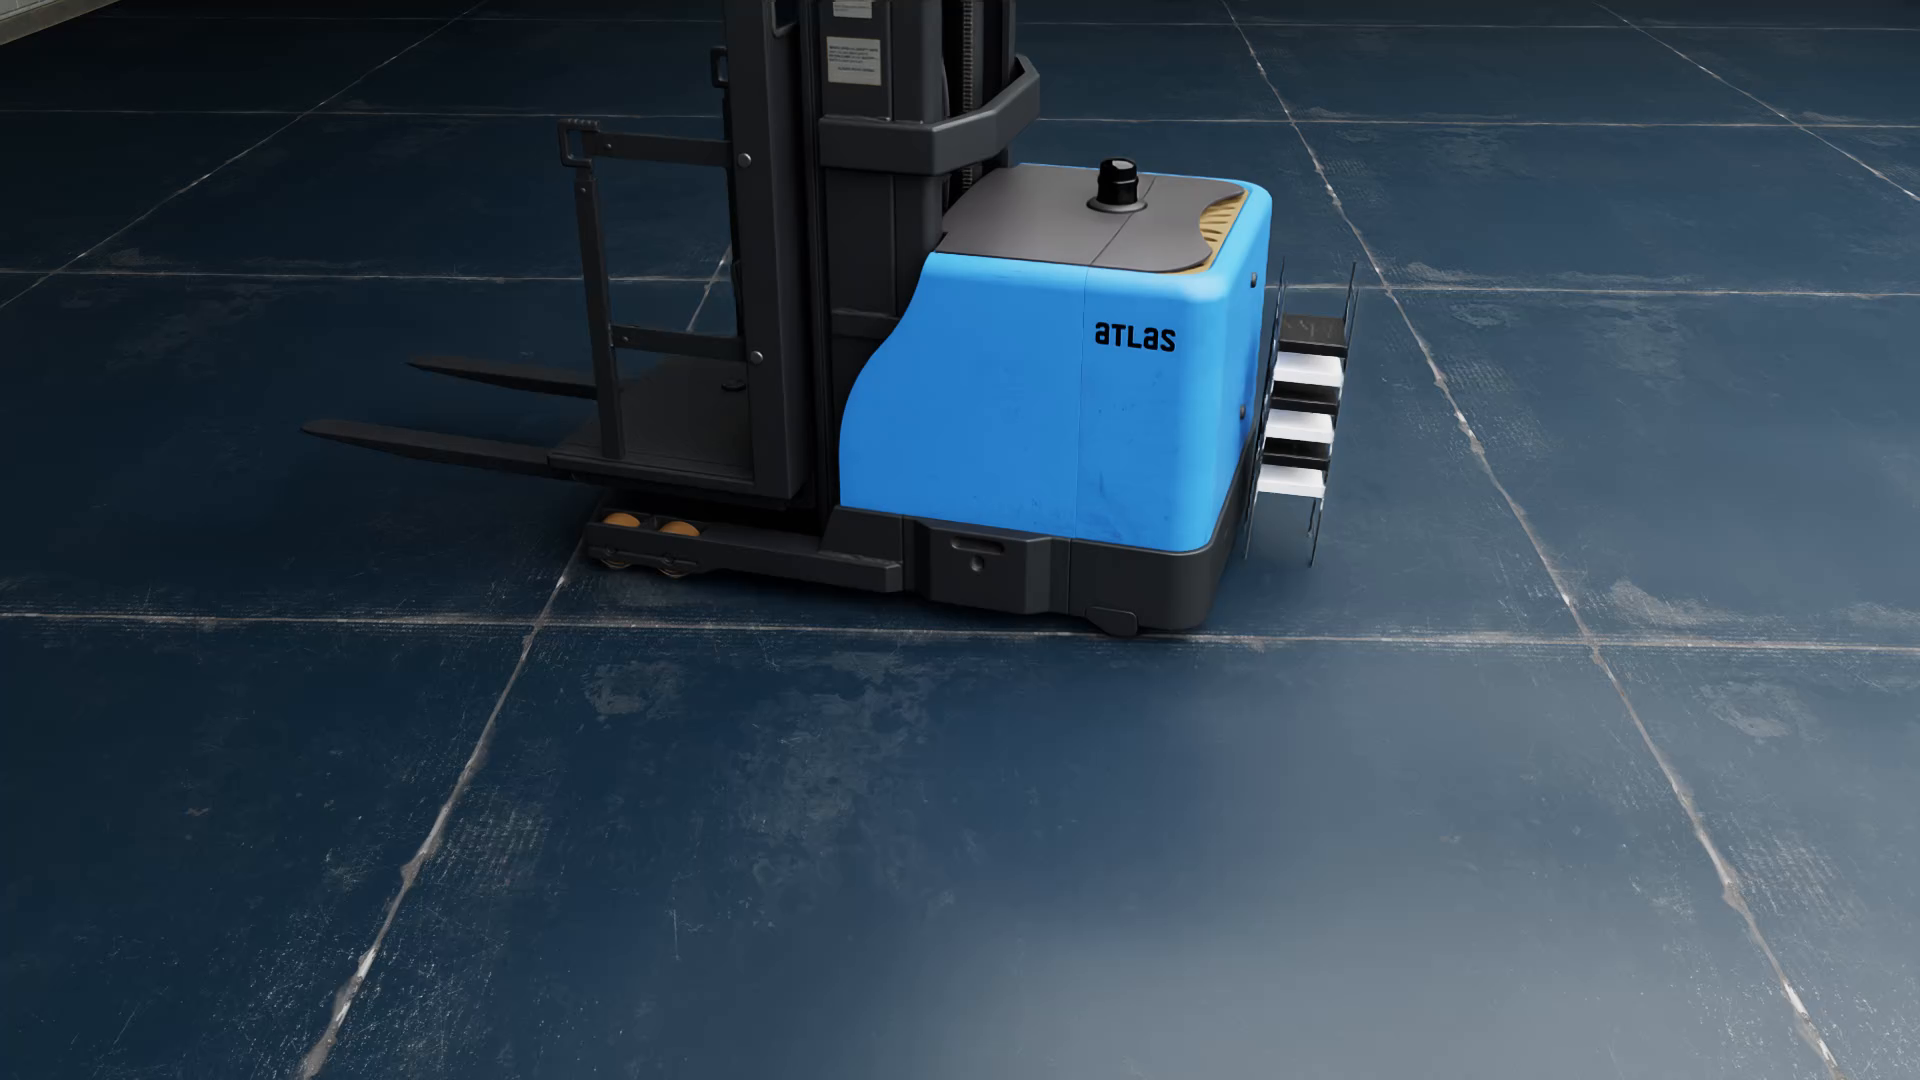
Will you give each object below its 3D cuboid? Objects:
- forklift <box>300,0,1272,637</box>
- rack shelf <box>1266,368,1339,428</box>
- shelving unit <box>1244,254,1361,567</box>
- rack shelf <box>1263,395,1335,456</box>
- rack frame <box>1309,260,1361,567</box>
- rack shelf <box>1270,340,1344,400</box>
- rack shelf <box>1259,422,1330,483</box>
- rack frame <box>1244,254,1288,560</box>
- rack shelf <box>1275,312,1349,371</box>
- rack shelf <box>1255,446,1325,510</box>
[{"bbox_3d":[-0.629,-1.409,4.778,3.031,2.935,1.130,8,29,15],"label":"forklift"},{"bbox_3d":[1.020,-0.430,4.969,0.200,0.077,0.258,6,28,6],"label":"rack shelf"},{"bbox_3d":[1.018,-0.380,4.996,0.210,0.900,0.258,6,28,6],"label":"shelving unit"},{"bbox_3d":[1.016,-0.351,5.012,0.200,0.077,0.258,6,28,6],"label":"rack shelf"},{"bbox_3d":[1.118,-0.369,4.985,0.006,0.900,0.240,6,28,6],"label":"rack frame"},{"bbox_3d":[1.025,-0.509,4.927,0.200,0.077,0.258,6,28,6],"label":"rack shelf"},{"bbox_3d":[1.012,-0.272,5.055,0.200,0.077,0.258,6,28,6],"label":"rack shelf"},{"bbox_3d":[0.917,-0.391,5.007,0.006,0.900,0.240,6,28,6],"label":"rack frame"},{"bbox_3d":[1.029,-0.588,4.884,0.200,0.077,0.258,6,28,6],"label":"rack shelf"},{"bbox_3d":[1.008,-0.193,5.097,0.200,0.077,0.258,6,28,6],"label":"rack shelf"}]
